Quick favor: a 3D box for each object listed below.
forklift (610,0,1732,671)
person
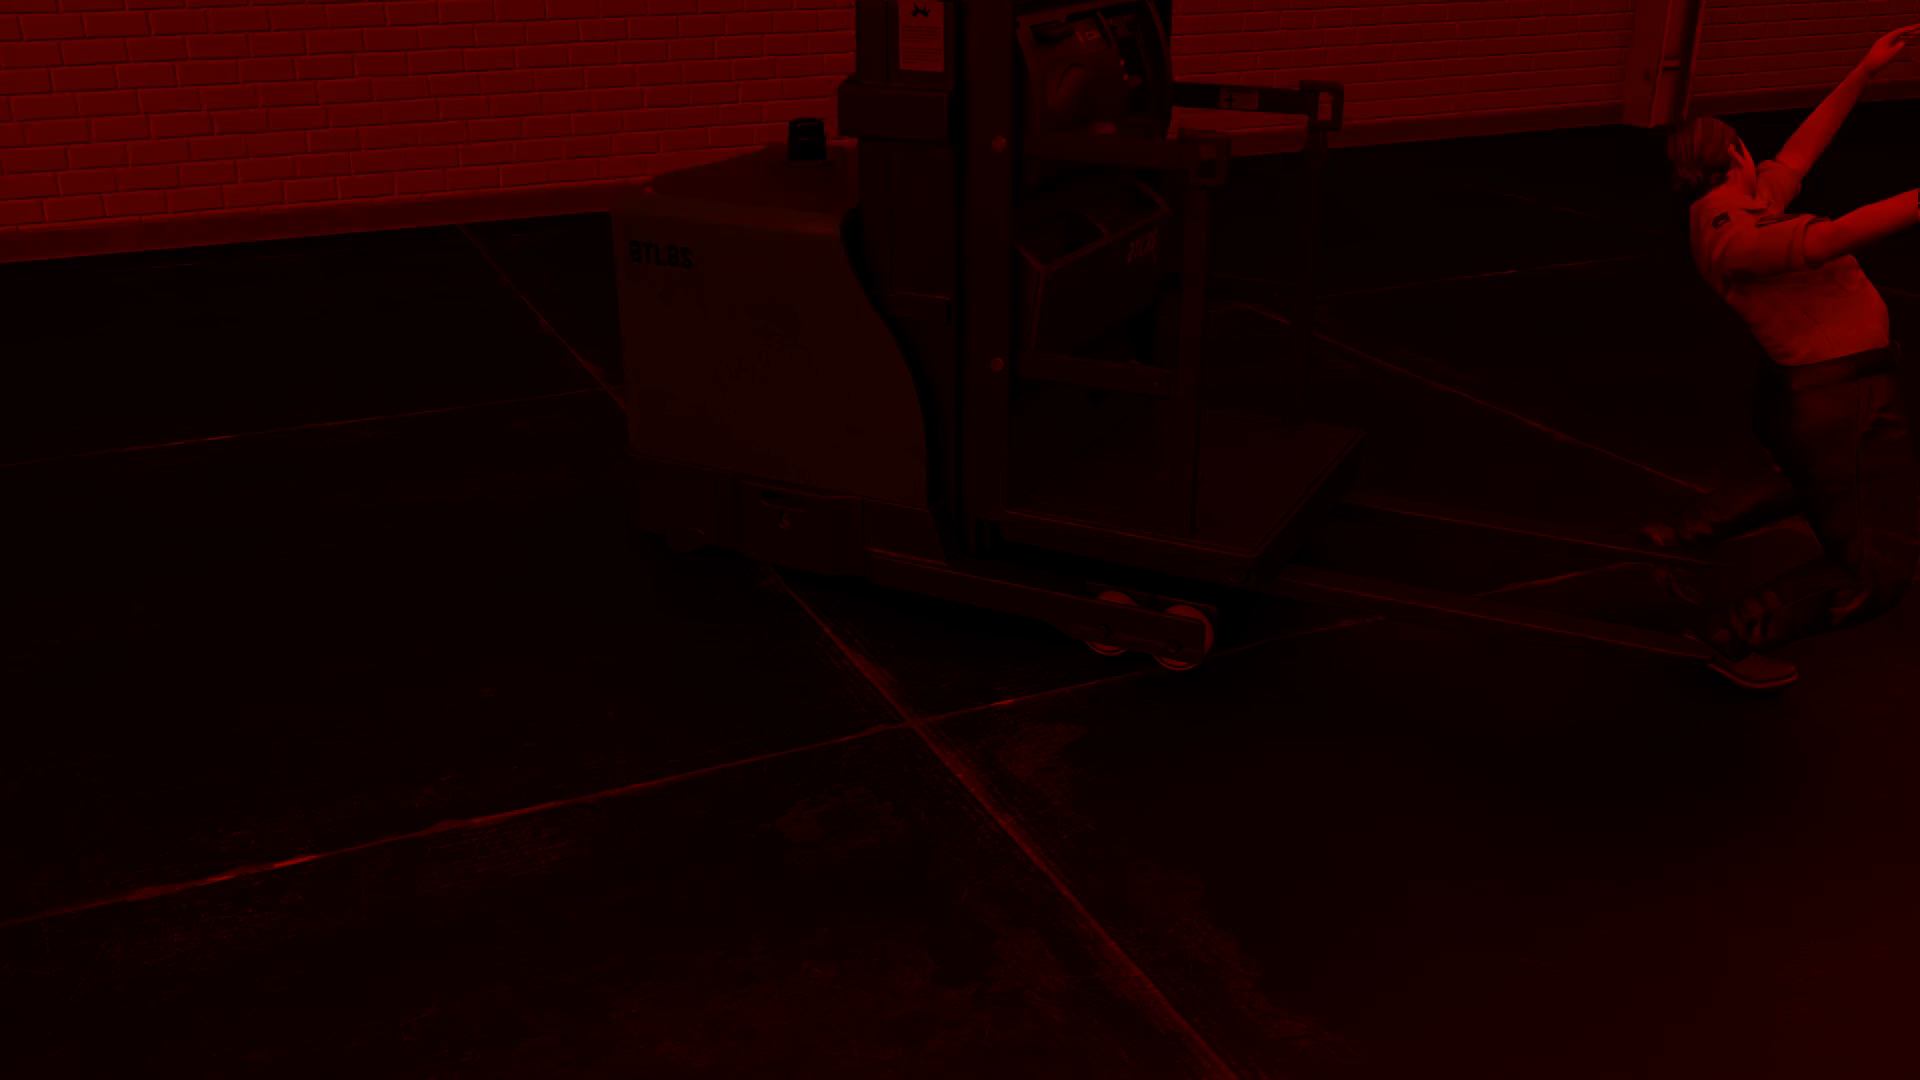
[{"bbox_3d":[0.546,-1.249,4.292,3.031,2.935,1.130,11,25,25],"label":"forklift"},{"bbox_3d":[1.973,-0.386,3.953,0.649,1.560,0.955,4,23,10],"label":"person"}]
